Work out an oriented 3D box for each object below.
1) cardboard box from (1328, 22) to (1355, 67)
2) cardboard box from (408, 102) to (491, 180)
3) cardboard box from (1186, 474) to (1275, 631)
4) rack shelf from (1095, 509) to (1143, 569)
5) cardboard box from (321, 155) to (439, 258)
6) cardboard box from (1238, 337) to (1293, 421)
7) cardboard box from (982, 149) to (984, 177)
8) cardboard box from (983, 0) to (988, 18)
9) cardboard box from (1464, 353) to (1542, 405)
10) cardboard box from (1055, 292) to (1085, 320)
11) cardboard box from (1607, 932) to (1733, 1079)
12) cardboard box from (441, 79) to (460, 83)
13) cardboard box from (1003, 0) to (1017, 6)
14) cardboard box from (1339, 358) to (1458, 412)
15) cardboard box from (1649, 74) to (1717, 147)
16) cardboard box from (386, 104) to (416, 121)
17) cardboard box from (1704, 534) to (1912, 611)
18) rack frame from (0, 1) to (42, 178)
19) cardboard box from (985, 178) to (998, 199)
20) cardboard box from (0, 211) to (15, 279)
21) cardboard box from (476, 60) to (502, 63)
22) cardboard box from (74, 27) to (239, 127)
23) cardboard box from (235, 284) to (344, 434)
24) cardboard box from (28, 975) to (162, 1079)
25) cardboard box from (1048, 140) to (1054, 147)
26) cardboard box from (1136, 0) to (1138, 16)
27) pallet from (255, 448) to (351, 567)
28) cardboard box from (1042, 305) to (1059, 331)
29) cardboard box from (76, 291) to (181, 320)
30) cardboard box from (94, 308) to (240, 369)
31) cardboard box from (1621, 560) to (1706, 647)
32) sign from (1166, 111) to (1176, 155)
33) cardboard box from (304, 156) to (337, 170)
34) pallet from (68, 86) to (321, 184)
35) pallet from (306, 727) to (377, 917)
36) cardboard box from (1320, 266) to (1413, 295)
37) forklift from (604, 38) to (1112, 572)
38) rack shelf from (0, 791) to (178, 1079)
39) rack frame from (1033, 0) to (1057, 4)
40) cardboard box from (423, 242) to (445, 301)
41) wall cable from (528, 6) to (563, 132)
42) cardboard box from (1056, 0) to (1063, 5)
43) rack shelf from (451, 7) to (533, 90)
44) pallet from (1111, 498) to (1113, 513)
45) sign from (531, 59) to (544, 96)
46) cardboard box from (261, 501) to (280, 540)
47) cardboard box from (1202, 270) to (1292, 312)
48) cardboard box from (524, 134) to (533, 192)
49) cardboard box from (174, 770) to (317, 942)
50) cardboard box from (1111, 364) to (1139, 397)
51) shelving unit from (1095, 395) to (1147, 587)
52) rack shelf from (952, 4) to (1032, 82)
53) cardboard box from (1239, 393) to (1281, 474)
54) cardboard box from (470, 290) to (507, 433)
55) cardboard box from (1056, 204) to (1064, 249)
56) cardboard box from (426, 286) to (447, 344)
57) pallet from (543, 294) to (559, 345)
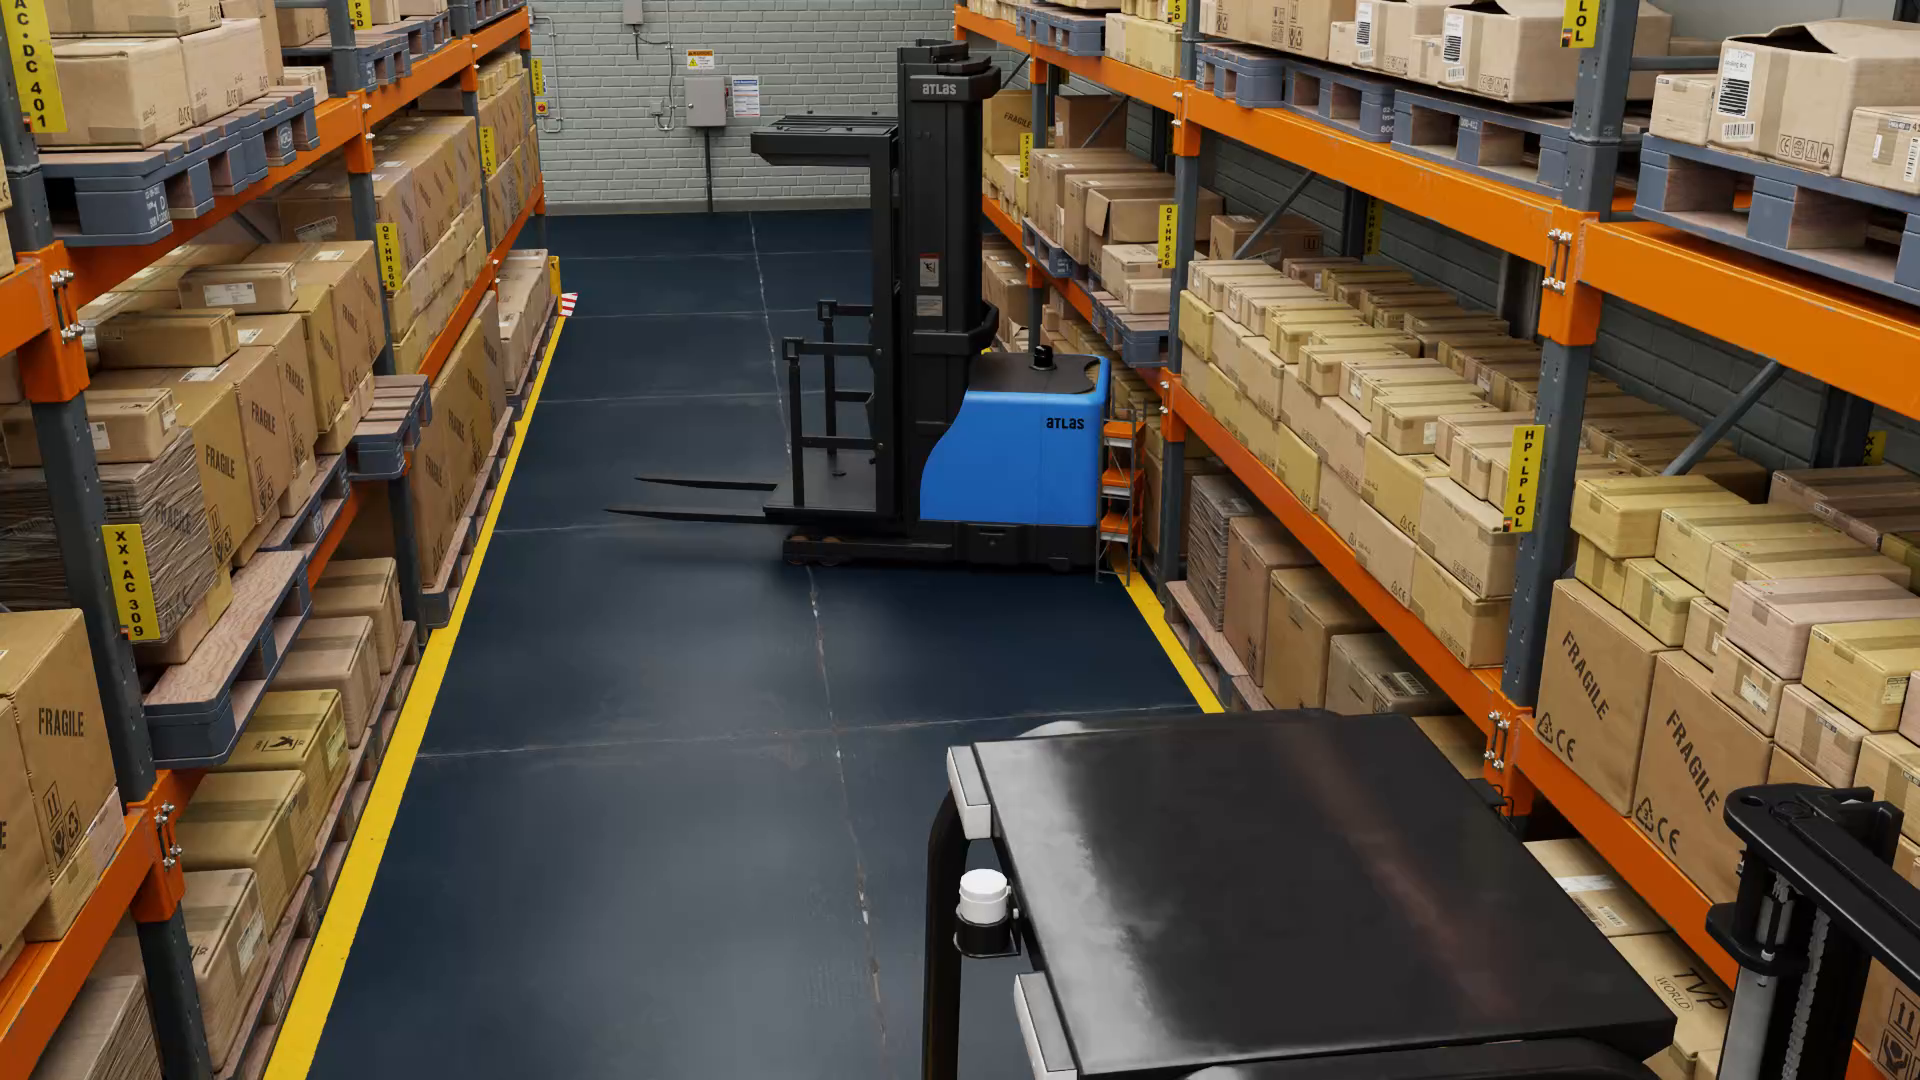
[{"bbox_3d":[1.615,-1.866,6.254,0.380,0.149,0.250,-3,21,-8],"label":"cardboard box"},{"bbox_3d":[-3.708,-2.913,12.157,0.500,0.500,0.500,-3,21,-7],"label":"cardboard box"},{"bbox_3d":[1.685,0.045,8.603,0.875,0.625,0.625,-2,21,-6],"label":"cardboard box"},{"bbox_3d":[0.915,-0.006,9.557,0.215,0.259,0.240,7,22,18],"label":"rack shelf"},{"bbox_3d":[-3.272,-1.885,9.405,0.500,0.500,0.500,-2,21,-6],"label":"cardboard box"},{"bbox_3d":[1.559,-0.730,7.383,0.500,0.250,0.500,-3,21,-9],"label":"cardboard box"},{"bbox_3d":[0.403,-3.406,14.837,0.500,0.250,0.500,-3,21,-9],"label":"cardboard box"},{"bbox_3d":[0.396,-4.487,14.015,0.380,0.149,0.250,-3,21,-8],"label":"cardboard box"},{"bbox_3d":[2.215,-0.630,6.545,0.380,0.149,0.250,-3,21,-8],"label":"cardboard box"},{"bbox_3d":[0.905,-1.716,12.144,0.380,0.149,0.250,-4,21,-10],"label":"cardboard box"},{"bbox_3d":[2.008,1.281,4.399,0.500,0.250,0.500,-3,21,-8],"label":"cardboard box"},{"bbox_3d":[-3.800,-3.337,12.363,0.380,0.149,0.250,-3,21,-8],"label":"cardboard box"},{"bbox_3d":[0.629,-4.281,12.892,0.500,0.250,0.500,-4,21,-10],"label":"cardboard box"},{"bbox_3d":[1.703,-0.601,6.469,0.380,0.149,0.250,-3,21,-7],"label":"cardboard box"},{"bbox_3d":[1.949,-1.063,4.104,0.380,0.149,0.250,-2,21,-7],"label":"cardboard box"},{"bbox_3d":[-4.221,-2.885,12.083,0.500,0.500,0.500,-3,21,-8],"label":"cardboard box"},{"bbox_3d":[2.110,0.107,4.149,0.380,0.149,0.250,-3,21,-9],"label":"cardboard box"},{"bbox_3d":[-2.726,-2.261,3.409,1.000,3.000,0.127,-3,21,-8],"label":"rack frame"},{"bbox_3d":[0.426,-3.073,14.517,0.380,0.149,0.250,-2,21,-7],"label":"cardboard box"},{"bbox_3d":[-2.378,-0.644,3.726,0.380,0.149,0.250,-3,21,-7],"label":"cardboard box"},{"bbox_3d":[-4.062,-3.955,14.020,0.380,0.149,0.250,-3,21,-8],"label":"cardboard box"},{"bbox_3d":[-2.488,-1.381,4.953,0.500,0.250,0.500,-3,21,-8],"label":"cardboard box"},{"bbox_3d":[-2.803,-0.722,6.694,0.500,0.500,0.500,-4,21,-11],"label":"cardboard box"},{"bbox_3d":[-2.375,1.480,4.223,0.500,0.500,0.500,-3,21,-9],"label":"cardboard box"},{"bbox_3d":[0.924,-3.430,14.902,0.500,0.250,0.500,-2,21,-6],"label":"cardboard box"},{"bbox_3d":[1.223,-3.075,9.521,0.380,0.149,0.250,-3,21,-7],"label":"cardboard box"},{"bbox_3d":[-2.977,-0.063,6.371,1.003,0.211,1.213,-3,21,-8],"label":"pallet"},{"bbox_3d":[0.820,-1.664,12.431,0.380,0.149,0.250,-2,21,-5],"label":"cardboard box"},{"bbox_3d":[-3.302,-0.688,6.602,0.500,0.500,0.500,-3,21,-7],"label":"cardboard box"},{"bbox_3d":[-2.703,-0.689,5.679,0.380,0.149,0.250,-2,21,-5],"label":"cardboard box"},{"bbox_3d":[2.010,0.160,4.431,0.380,0.149,0.250,-2,21,-6],"label":"cardboard box"},{"bbox_3d":[1.581,-3.044,12.424,0.100,0.325,0.005,-3,21,-8],"label":"sign"},{"bbox_3d":[-3.783,-1.866,9.354,0.500,0.500,0.500,-3,21,-8],"label":"cardboard box"},{"bbox_3d":[-2.862,-1.346,5.515,1.213,0.211,1.003,-3,21,-8],"label":"pallet"},{"bbox_3d":[-3.019,1.163,6.802,1.003,0.211,1.213,-3,21,-8],"label":"pallet"},{"bbox_3d":[2.004,-1.251,8.208,0.380,0.149,0.250,-2,21,-6],"label":"cardboard box"},{"bbox_3d":[-0.618,-1.400,9.775,3.031,2.935,1.130,2,21,7],"label":"forklift"},{"bbox_3d":[-2.438,1.579,2.731,1.077,0.370,4.000,-3,21,-8],"label":"rack shelf"},{"bbox_3d":[1.032,-5.283,11.499,1.000,3.000,0.127,-3,21,-8],"label":"rack frame"},{"bbox_3d":[-3.265,-1.540,9.552,0.500,0.250,0.500,-3,21,-8],"label":"cardboard box"},{"bbox_3d":[-5.292,-6.047,20.624,0.585,1.953,0.123,-3,21,-8],"label":"wall cable"},{"bbox_3d":[0.831,-3.526,10.699,0.380,0.149,0.250,-3,21,-8],"label":"cardboard box"},{"bbox_3d":[-4.168,-3.981,13.330,1.077,0.370,4.000,-3,21,-8],"label":"rack shelf"},{"bbox_3d":[1.366,-0.463,11.154,1.003,0.211,1.213,-3,21,-8],"label":"pallet"},{"bbox_3d":[-3.917,-4.282,15.399,0.100,0.325,0.005,-3,21,-8],"label":"sign"},{"bbox_3d":[-2.667,-0.095,5.943,0.380,0.149,0.250,-3,21,-7],"label":"cardboard box"},{"bbox_3d":[1.403,-1.221,8.127,0.380,0.149,0.250,-2,21,-7],"label":"cardboard box"},{"bbox_3d":[-4.067,-3.324,14.687,0.500,0.500,0.500,-3,21,-9],"label":"cardboard box"},{"bbox_3d":[-2.911,1.153,5.997,0.950,0.372,0.625,-2,21,-4],"label":"cardboard box"},{"bbox_3d":[1.123,-1.036,10.748,0.380,0.149,0.250,-4,21,-10],"label":"cardboard box"},{"bbox_3d":[0.915,-0.277,9.456,0.215,1.050,0.252,7,22,18],"label":"shelving unit"},{"bbox_3d":[0.744,-4.233,14.004,1.077,0.370,4.000,-3,21,-8],"label":"rack shelf"},{"bbox_3d":[1.579,-0.499,7.479,0.500,0.250,0.500,-4,21,-10],"label":"cardboard box"},{"bbox_3d":[-3.711,-1.212,11.609,0.875,0.875,0.875,-2,21,-6],"label":"cardboard box"},{"bbox_3d":[0.852,-2.106,11.159,0.396,0.266,0.258,-2,21,-5],"label":"cardboard box"},{"bbox_3d":[-3.286,-1.307,9.641,0.500,0.250,0.500,-2,21,-6],"label":"cardboard box"},{"bbox_3d":[-4.263,-2.026,15.340,1.003,0.211,1.213,-3,21,-8],"label":"pallet"}]
